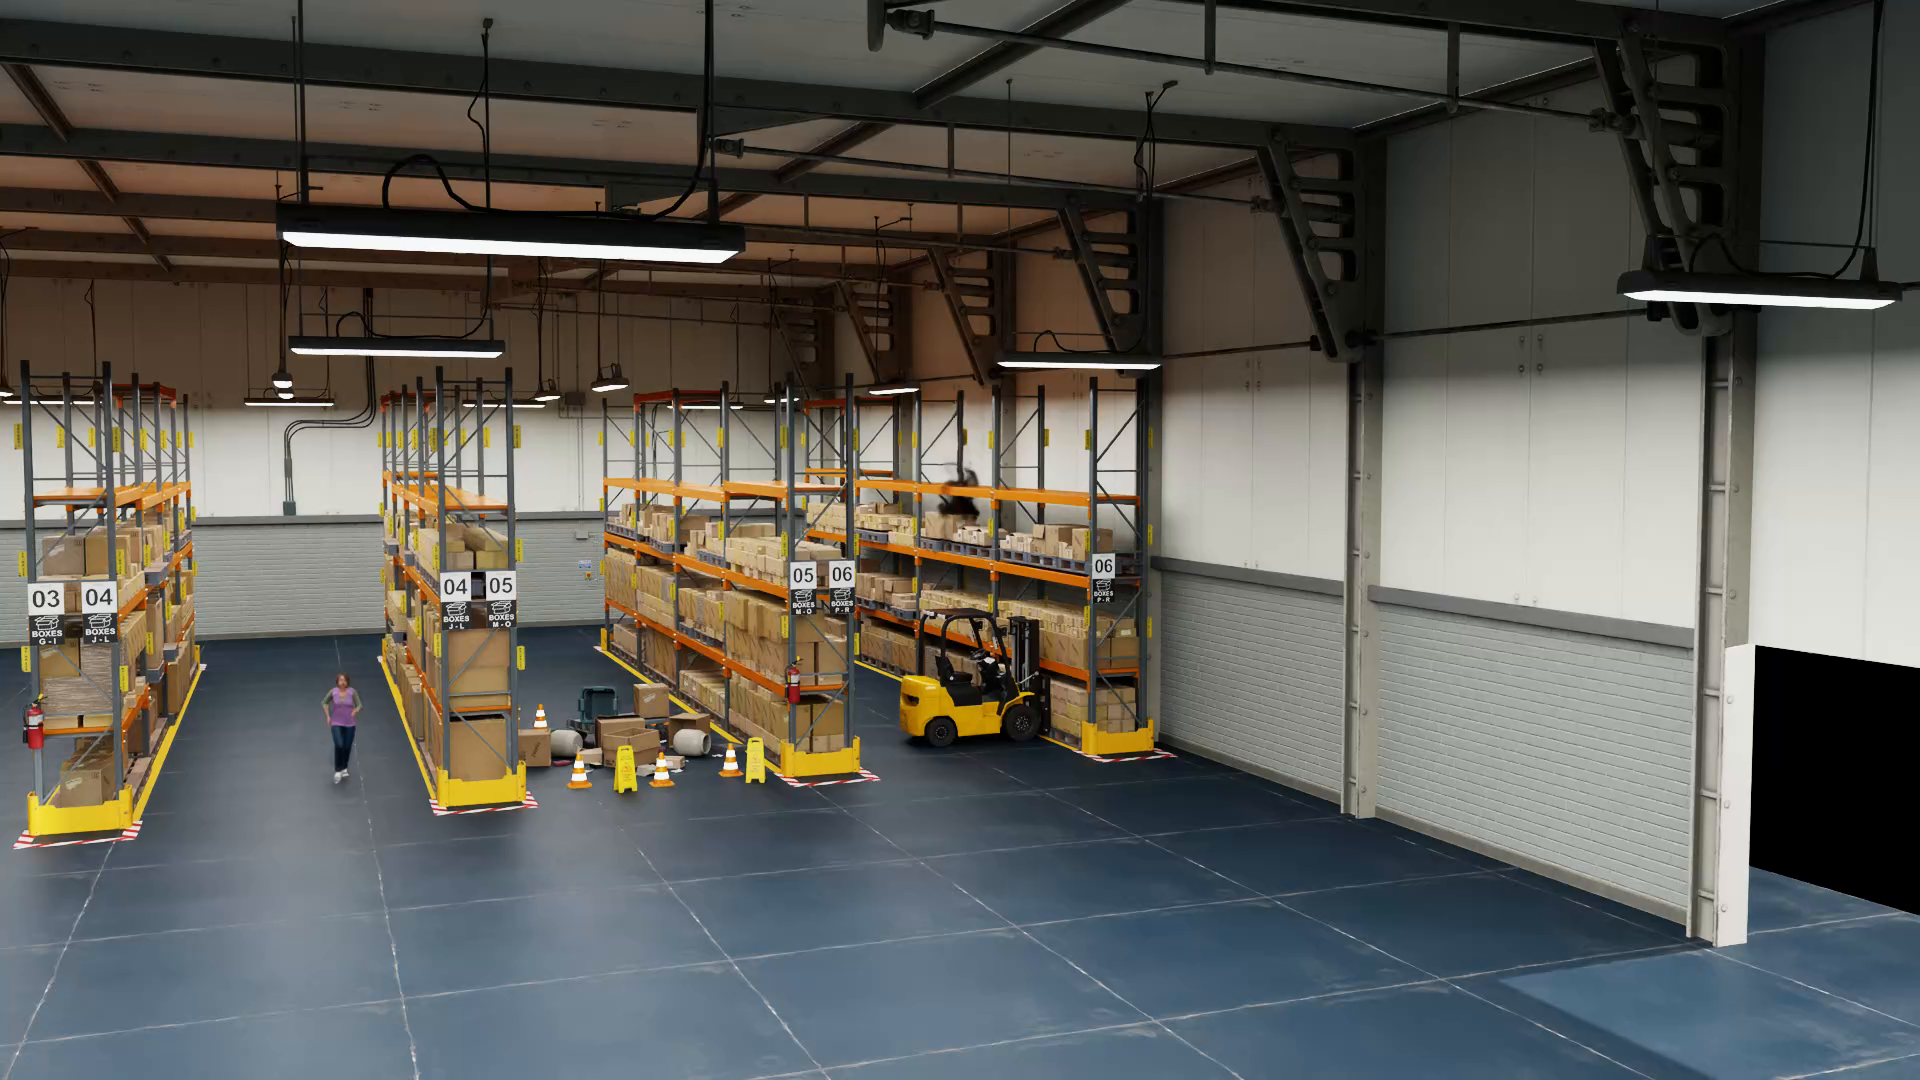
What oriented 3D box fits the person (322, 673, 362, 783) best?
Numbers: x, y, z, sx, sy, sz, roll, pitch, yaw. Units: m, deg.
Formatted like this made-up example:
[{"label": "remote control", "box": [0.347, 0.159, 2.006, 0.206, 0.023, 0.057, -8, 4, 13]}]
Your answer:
[{"label": "person", "box": [-9.054, 2.742, 24.373, 0.493, 1.604, 0.684, -2, 4, -28]}]
